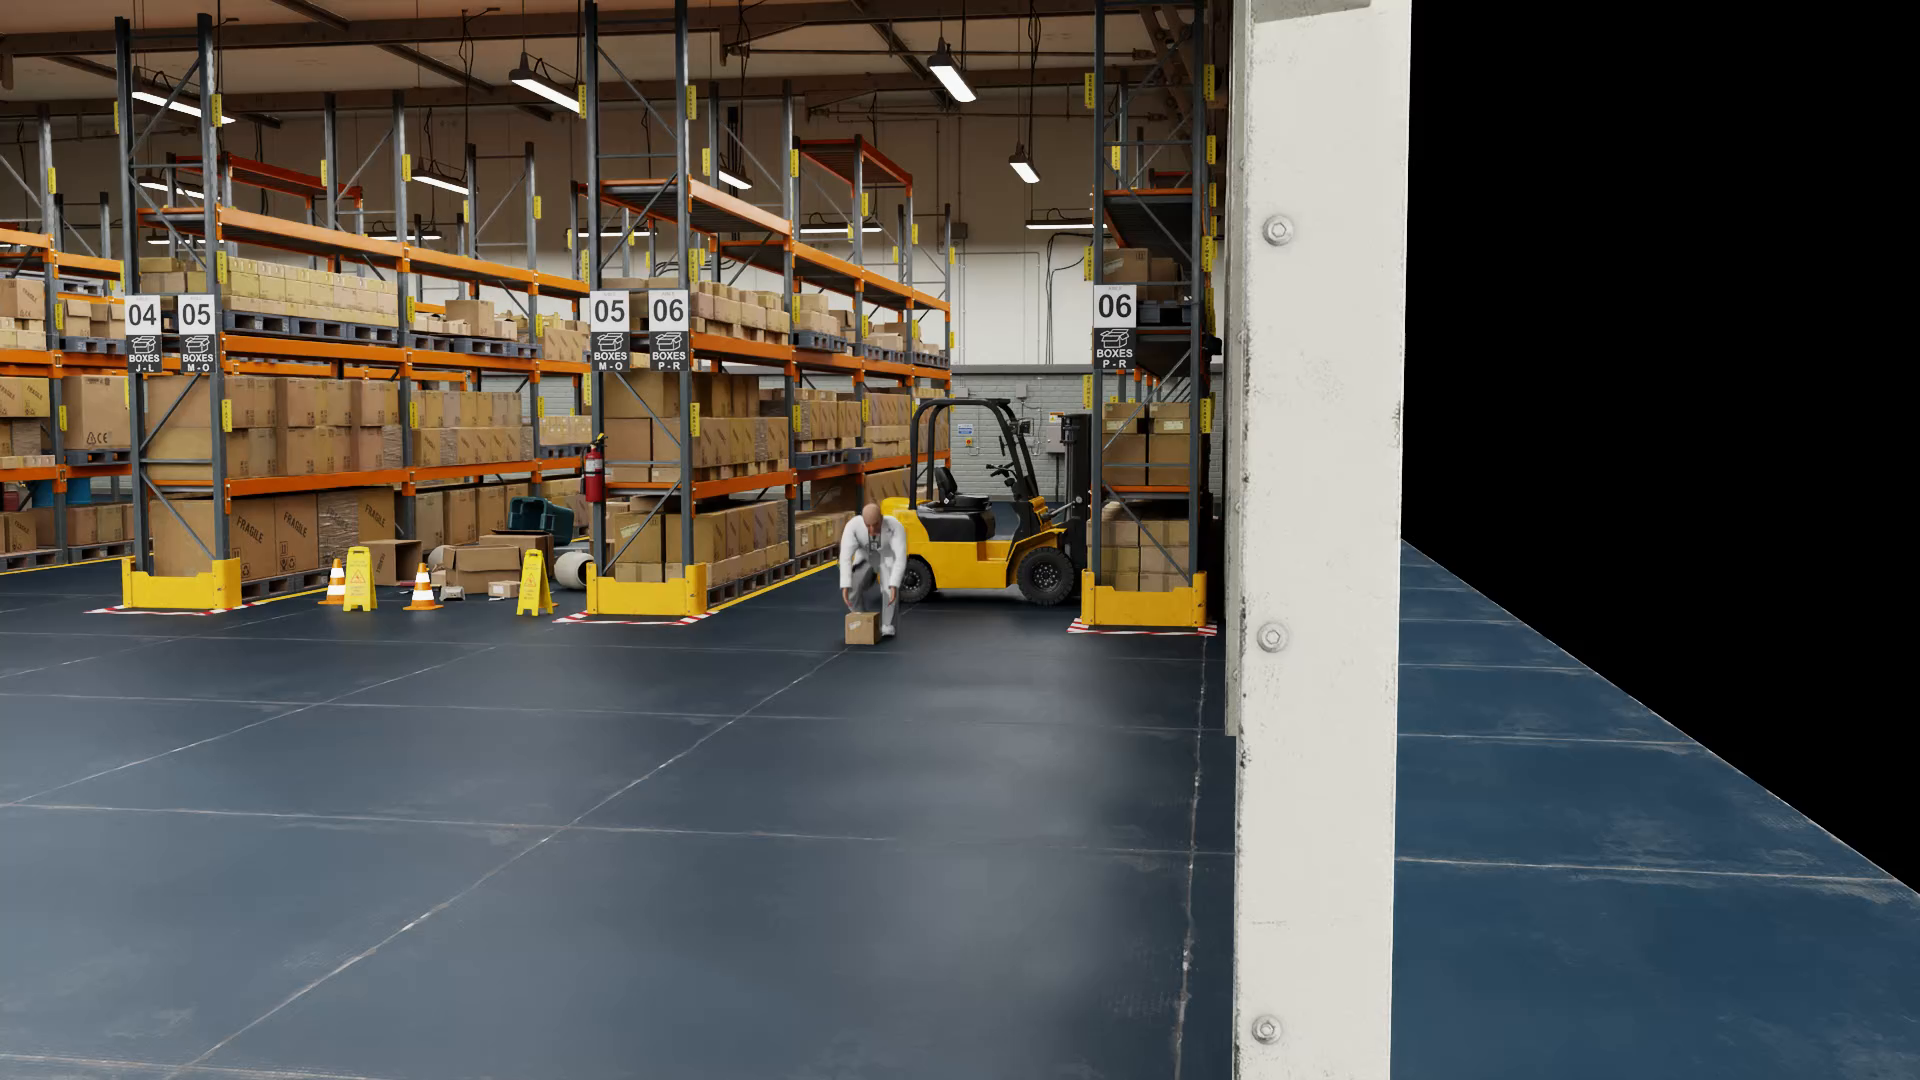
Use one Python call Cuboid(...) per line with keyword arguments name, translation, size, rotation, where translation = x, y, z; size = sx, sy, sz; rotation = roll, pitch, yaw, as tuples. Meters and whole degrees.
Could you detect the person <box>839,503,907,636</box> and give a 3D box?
Cuboid(name="person", translation=(-0.754, 0.259, 14.921), size=(0.628, 1.211, 0.817), rotation=(1, 4, 9))
